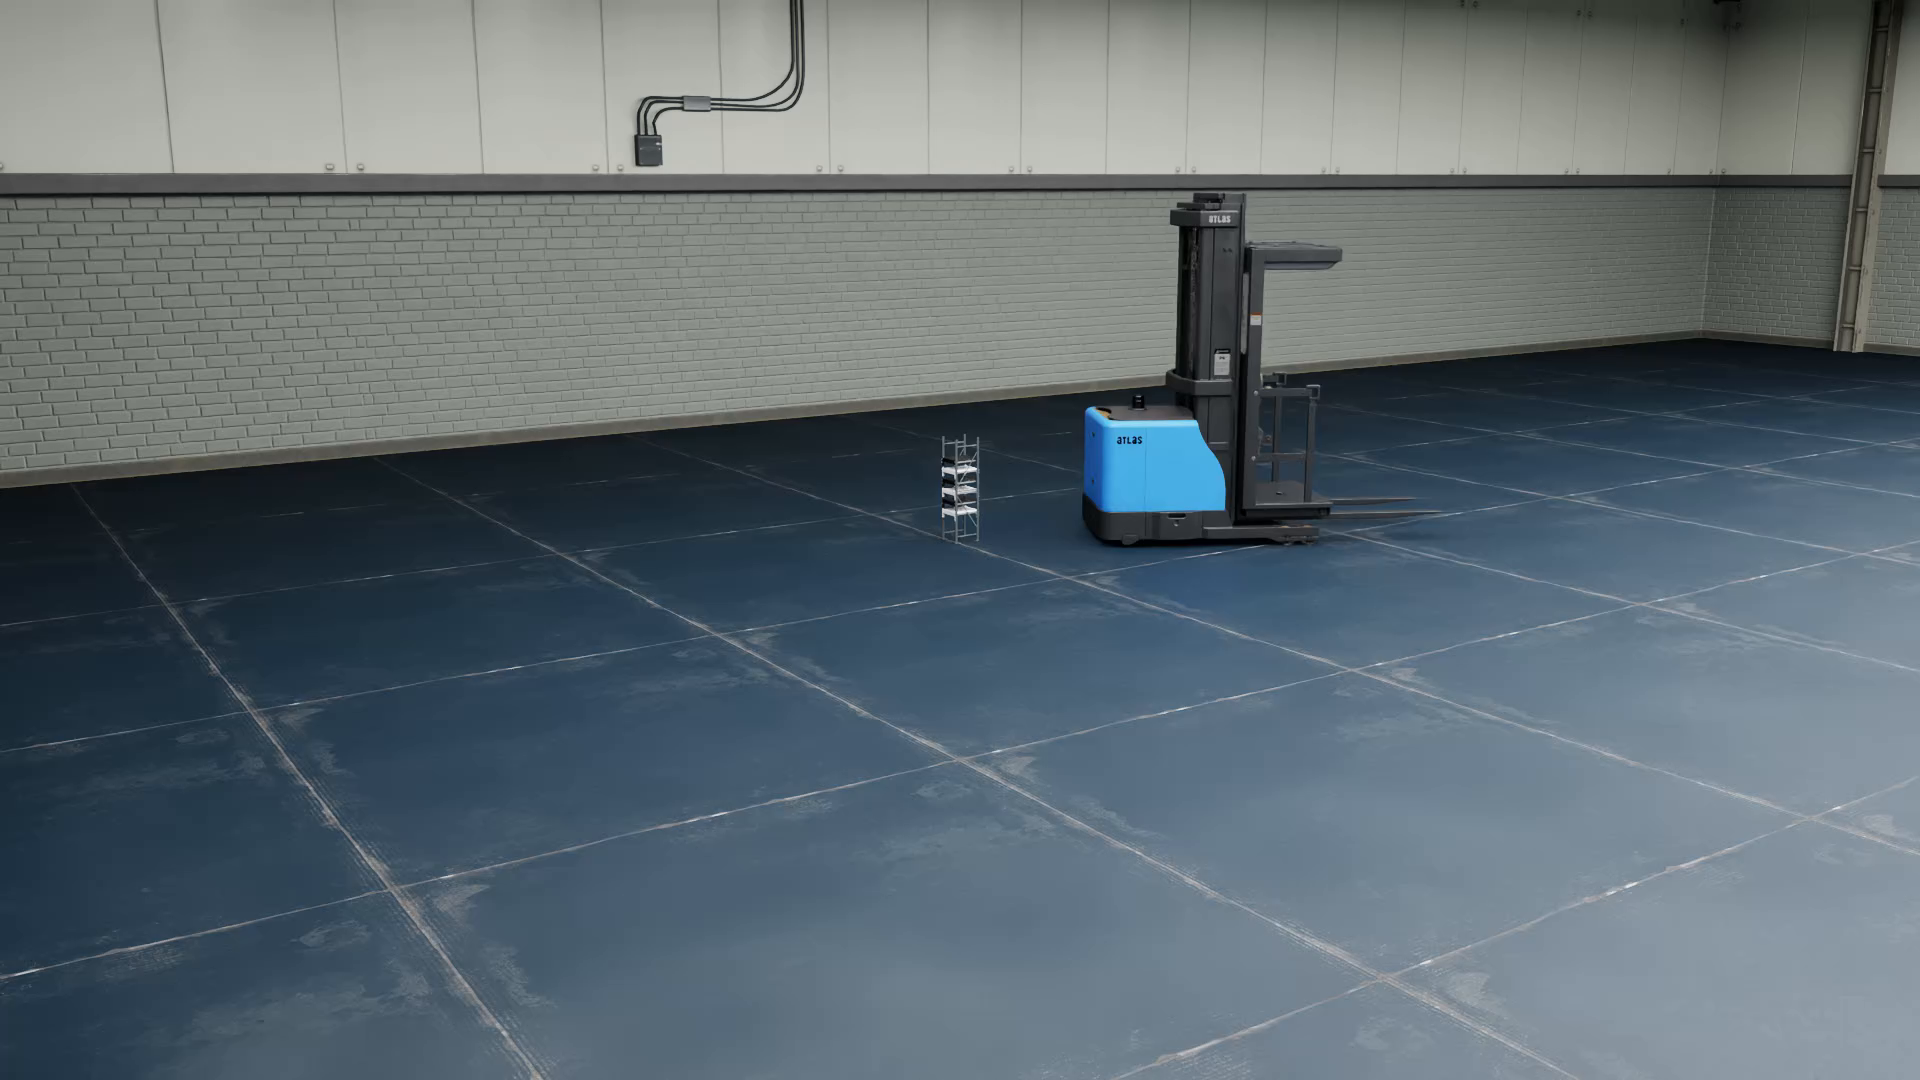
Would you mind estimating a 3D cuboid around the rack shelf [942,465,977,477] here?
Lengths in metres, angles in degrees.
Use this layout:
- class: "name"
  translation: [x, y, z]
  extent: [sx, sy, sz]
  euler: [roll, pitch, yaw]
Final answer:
- class: "rack shelf"
  translation: [0.004, -0.581, 14.228]
  extent: [0.258, 0.077, 0.200]
  euler: [-8, 15, -33]

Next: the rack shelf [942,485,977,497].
- class: "rack shelf"
  translation: [0.004, -0.406, 14.266]
  extent: [0.258, 0.077, 0.200]
  euler: [-8, 15, -33]

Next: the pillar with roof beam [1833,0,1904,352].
- class: "pillar with roof beam"
  translation: [12.387, -7.284, 26.607]
  extent: [9.100, 9.000, 0.548]
  euler: [-8, 15, -33]

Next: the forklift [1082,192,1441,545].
- class: "forklift"
  translation: [2.645, -1.499, 14.358]
  extent: [3.031, 2.935, 1.130]
  euler: [-1, 12, -5]

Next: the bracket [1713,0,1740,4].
- class: "bracket"
  translation: [14.132, -10.005, 30.625]
  extent: [0.235, 0.232, 0.430]
  euler: [-8, 15, -33]

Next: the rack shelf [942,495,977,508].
- class: "rack shelf"
  translation: [0.004, -0.318, 14.285]
  extent: [0.258, 0.077, 0.200]
  euler: [-8, 15, -33]

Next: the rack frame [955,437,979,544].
- class: "rack frame"
  translation: [0.061, -0.420, 14.176]
  extent: [0.240, 0.900, 0.006]
  euler: [-8, 15, -33]

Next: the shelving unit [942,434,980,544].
- class: "shelving unit"
  translation: [0.004, -0.438, 14.259]
  extent: [0.258, 0.900, 0.210]
  euler: [-8, 15, -33]

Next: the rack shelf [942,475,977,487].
- class: "rack shelf"
  translation: [0.004, -0.494, 14.247]
  extent: [0.258, 0.077, 0.200]
  euler: [-8, 15, -33]

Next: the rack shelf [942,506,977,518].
- class: "rack shelf"
  translation: [0.004, -0.230, 14.305]
  extent: [0.258, 0.077, 0.200]
  euler: [-8, 15, -33]

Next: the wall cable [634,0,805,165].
- class: "wall cable"
  translation: [-2.872, -7.528, 19.761]
  extent: [2.305, 6.003, 0.169]
  euler: [-8, 15, -33]

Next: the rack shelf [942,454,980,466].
- class: "rack shelf"
  translation: [0.004, -0.669, 14.208]
  extent: [0.258, 0.077, 0.200]
  euler: [-8, 15, -33]

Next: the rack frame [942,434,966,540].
- class: "rack frame"
  translation: [-0.052, -0.456, 14.342]
  extent: [0.240, 0.900, 0.006]
  euler: [-8, 15, -33]
